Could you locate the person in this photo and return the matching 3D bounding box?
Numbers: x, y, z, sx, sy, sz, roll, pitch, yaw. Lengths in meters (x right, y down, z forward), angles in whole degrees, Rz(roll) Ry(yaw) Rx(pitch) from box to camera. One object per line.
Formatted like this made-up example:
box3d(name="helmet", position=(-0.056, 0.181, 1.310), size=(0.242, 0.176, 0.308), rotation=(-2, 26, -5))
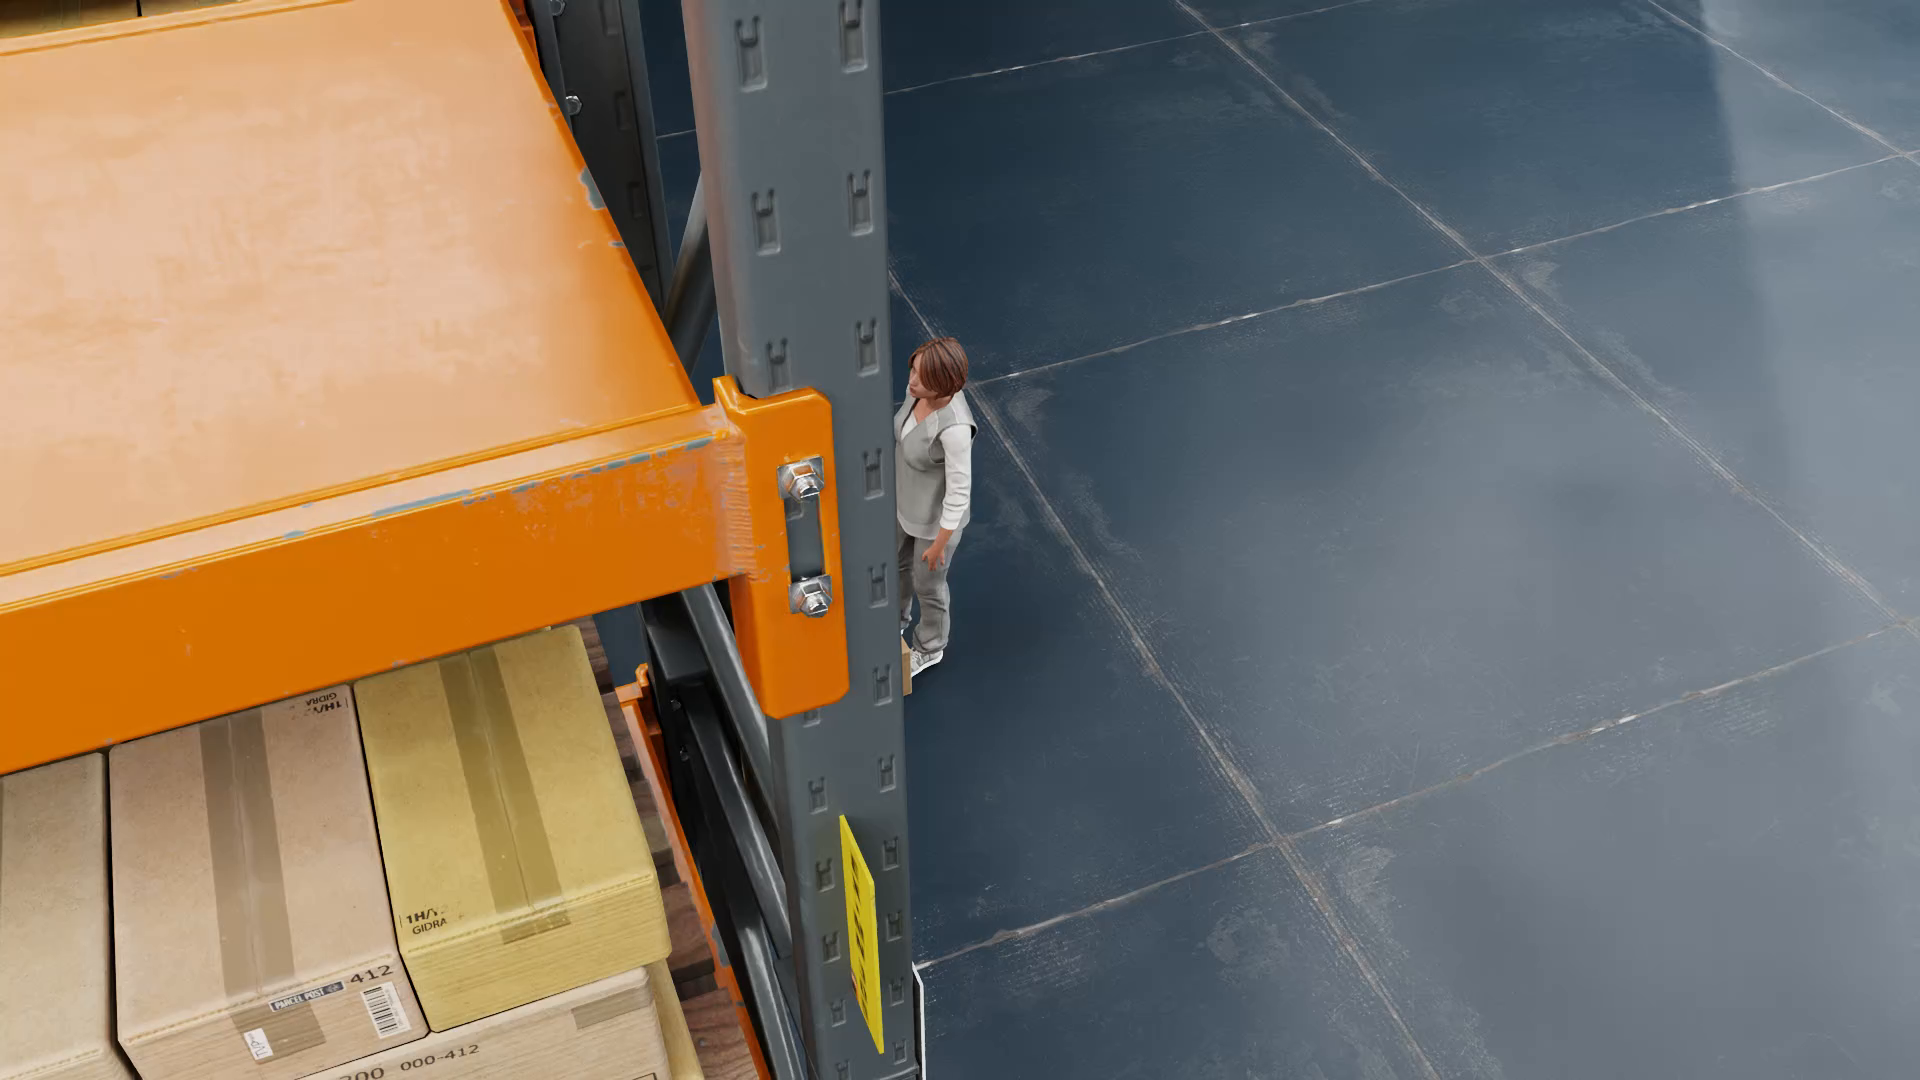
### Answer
box3d(name="person", position=(-0.199, -0.092, 6.255), size=(0.474, 1.597, 0.521), rotation=(-15, 45, -16))
